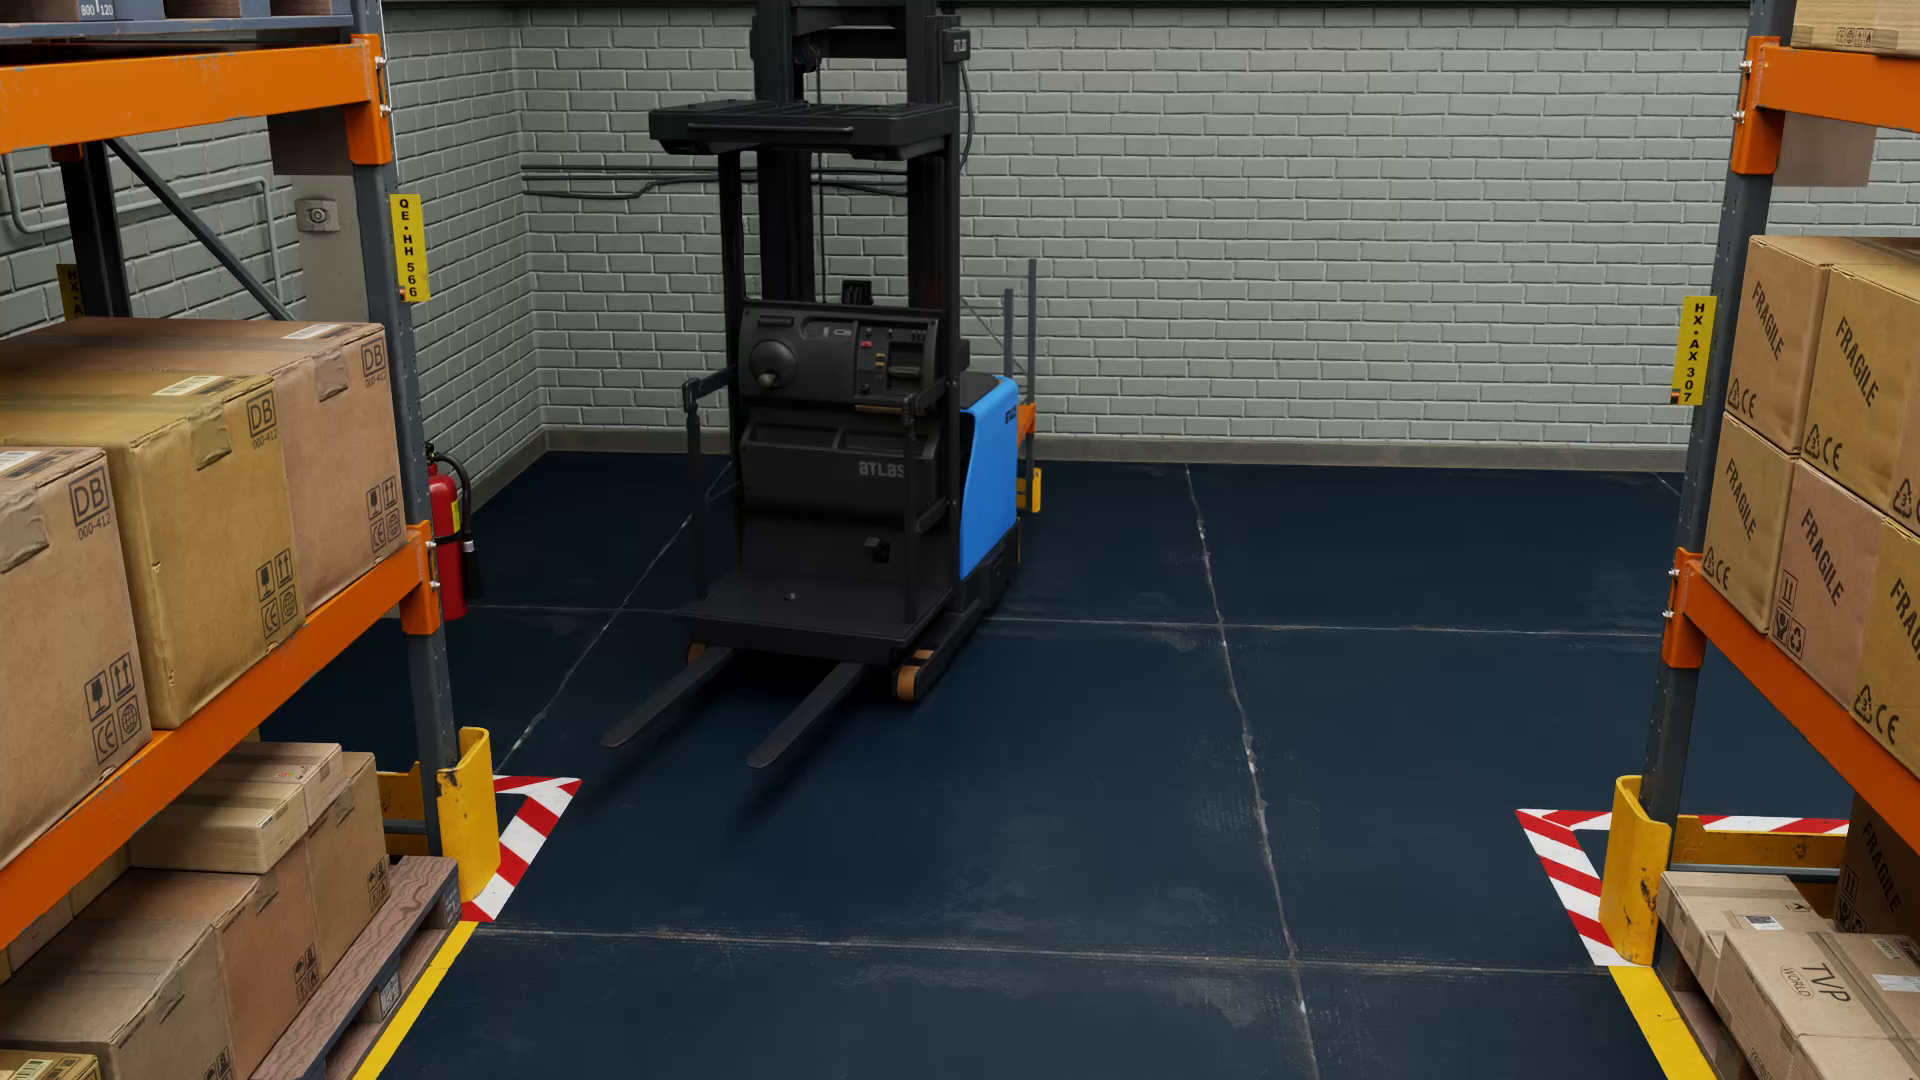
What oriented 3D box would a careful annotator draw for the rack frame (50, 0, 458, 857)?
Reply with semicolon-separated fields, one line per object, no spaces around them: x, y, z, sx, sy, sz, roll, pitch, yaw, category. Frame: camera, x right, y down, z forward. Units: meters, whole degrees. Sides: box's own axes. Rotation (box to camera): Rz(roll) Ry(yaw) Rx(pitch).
-2.226;-0.246;5.355;1.000;3.000;0.127;1;18;4;rack frame

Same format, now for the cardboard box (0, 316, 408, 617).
-2.252;-0.230;4.825;0.980;0.700;0.700;2;18;6;cardboard box

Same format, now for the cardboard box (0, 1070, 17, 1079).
-2.113;1.182;3.296;0.380;0.149;0.250;1;18;2;cardboard box

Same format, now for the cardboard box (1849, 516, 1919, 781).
2.350;0.264;3.638;0.500;0.500;0.500;1;18;4;cardboard box

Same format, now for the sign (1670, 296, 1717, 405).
2.174;-0.560;4.923;0.100;0.325;0.005;1;18;4;sign

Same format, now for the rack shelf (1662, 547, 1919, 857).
2.572;0.827;3.238;1.077;0.370;4.000;1;18;4;rack shelf

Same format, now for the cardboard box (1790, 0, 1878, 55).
2.425;-1.336;4.108;0.500;0.250;0.500;1;18;4;cardboard box

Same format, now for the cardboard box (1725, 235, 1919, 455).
2.420;-0.527;4.447;0.500;0.500;0.500;2;18;6;cardboard box

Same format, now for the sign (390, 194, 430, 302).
-1.686;-0.892;5.088;0.100;0.325;0.005;1;18;4;sign

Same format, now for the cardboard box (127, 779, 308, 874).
-2.021;0.777;4.531;0.380;0.149;0.250;2;18;5;cardboard box

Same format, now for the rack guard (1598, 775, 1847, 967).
2.710;1.075;5.339;1.175;0.500;0.348;1;18;4;rack guard

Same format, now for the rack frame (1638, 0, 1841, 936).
2.715;-0.136;5.021;1.000;3.000;0.127;1;18;4;rack frame

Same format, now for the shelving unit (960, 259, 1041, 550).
0.110;-0.753;9.311;0.587;1.500;1.083;3;18;9;shelving unit

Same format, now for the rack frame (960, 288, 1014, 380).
0.027;-0.594;8.826;0.500;1.500;0.032;3;18;9;rack frame

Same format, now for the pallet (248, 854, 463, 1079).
-2.205;1.330;5.026;1.003;0.211;1.213;1;18;4;pallet

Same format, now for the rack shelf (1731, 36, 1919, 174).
2.572;-0.599;2.771;1.077;0.370;4.000;1;18;4;rack shelf

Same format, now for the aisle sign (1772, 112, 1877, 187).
2.427;-1.399;4.701;0.394;0.787;0.004;1;18;4;aisle sign

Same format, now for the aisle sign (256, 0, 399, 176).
-1.922;-1.497;4.998;0.394;0.787;0.004;1;18;4;aisle sign

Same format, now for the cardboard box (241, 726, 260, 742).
-2.367;0.611;5.040;0.380;0.149;0.250;1;18;4;cardboard box

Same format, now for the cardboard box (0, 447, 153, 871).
-2.357;0.233;3.412;0.980;0.700;0.700;0;18;1;cardboard box

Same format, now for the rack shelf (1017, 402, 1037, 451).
0.109;-0.579;9.359;0.538;0.185;1.000;3;18;9;rack shelf

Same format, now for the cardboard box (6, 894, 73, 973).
-2.438;0.925;4.081;0.380;0.149;0.250;2;18;5;cardboard box

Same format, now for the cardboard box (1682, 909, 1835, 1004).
2.325;1.201;4.784;0.380;0.166;0.250;1;18;4;cardboard box

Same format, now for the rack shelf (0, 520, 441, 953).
-2.369;0.717;3.572;1.077;0.370;4.000;1;18;4;rack shelf

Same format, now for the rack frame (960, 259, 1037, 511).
0.191;-0.906;9.779;0.500;1.500;0.032;3;18;9;rack frame

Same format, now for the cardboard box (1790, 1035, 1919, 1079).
2.322;1.435;3.937;0.500;0.250;0.500;1;18;4;cardboard box

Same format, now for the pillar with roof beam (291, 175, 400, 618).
1.399;-3.858;6.746;9.100;9.000;0.400;1;18;4;pillar with roof beam

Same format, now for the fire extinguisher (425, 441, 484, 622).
-1.755;-0.068;5.537;0.296;0.674;0.183;1;18;4;fire extinguisher

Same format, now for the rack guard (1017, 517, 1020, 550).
0.030;-0.006;9.039;0.587;0.250;0.087;3;18;9;rack guard

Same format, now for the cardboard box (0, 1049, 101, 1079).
-2.278;1.440;3.552;0.700;0.500;0.500;2;18;5;cardboard box

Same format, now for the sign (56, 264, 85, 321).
-2.779;-0.709;5.252;0.100;0.325;0.005;1;18;4;sign

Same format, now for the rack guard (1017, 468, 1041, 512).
0.191;-0.312;9.973;0.587;0.250;0.087;3;18;9;rack guard

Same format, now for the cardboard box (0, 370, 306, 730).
-2.294;-0.003;4.134;0.980;0.700;0.700;1;18;3;cardboard box

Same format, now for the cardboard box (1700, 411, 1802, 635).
2.420;-0.052;4.603;0.500;0.500;0.500;2;18;5;cardboard box

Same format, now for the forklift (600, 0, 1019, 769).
-0.608;-0.820;7.219;1.130;2.935;3.031;5;19;16;forklift

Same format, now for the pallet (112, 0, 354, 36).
-2.269;-1.398;4.198;1.003;0.211;1.213;1;18;4;pallet

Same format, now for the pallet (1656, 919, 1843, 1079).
2.654;1.460;4.628;1.003;0.211;1.213;1;18;4;pallet

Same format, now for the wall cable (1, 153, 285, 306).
-3.078;-1.147;6.475;0.084;1.984;1.851;1;18;4;wall cable

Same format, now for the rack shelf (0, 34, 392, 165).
-2.369;-0.708;3.105;1.077;0.370;4.000;1;18;4;rack shelf

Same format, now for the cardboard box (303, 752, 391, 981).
-2.176;0.962;5.009;0.700;0.500;0.500;1;18;4;cardboard box

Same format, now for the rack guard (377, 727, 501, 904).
-2.224;0.935;5.767;1.175;0.500;0.348;1;18;4;rack guard

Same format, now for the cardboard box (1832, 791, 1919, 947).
2.922;1.017;4.810;0.500;0.500;0.500;1;18;4;cardboard box

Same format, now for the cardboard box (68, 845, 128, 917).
-2.421;0.846;4.323;0.380;0.149;0.250;1;18;4;cardboard box

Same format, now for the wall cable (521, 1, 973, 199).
-1.464;-3.370;10.241;3.097;2.526;0.112;1;18;4;wall cable

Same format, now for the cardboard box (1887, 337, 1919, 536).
2.350;-0.209;3.478;0.500;0.500;0.500;2;18;5;cardboard box

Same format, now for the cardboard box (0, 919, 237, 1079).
-2.248;1.274;4.058;0.700;0.500;0.500;1;18;2;cardboard box

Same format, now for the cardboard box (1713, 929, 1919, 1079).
2.358;1.279;4.411;0.500;0.250;0.500;1;18;4;cardboard box

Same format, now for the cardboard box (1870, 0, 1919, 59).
2.376;-1.181;3.635;0.500;0.250;0.500;1;18;4;cardboard box

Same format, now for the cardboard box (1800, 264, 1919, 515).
2.391;-0.364;3.951;0.500;0.500;0.500;1;18;4;cardboard box

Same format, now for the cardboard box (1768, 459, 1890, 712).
2.389;0.109;4.114;0.500;0.500;0.500;1;18;3;cardboard box

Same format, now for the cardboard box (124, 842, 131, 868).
-2.402;0.768;4.560;0.380;0.149;0.250;1;18;4;cardboard box

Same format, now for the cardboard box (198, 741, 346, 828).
-2.004;0.698;4.774;0.380;0.149;0.250;1;18;3;cardboard box

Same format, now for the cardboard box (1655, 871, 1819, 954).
2.342;1.132;5.023;0.380;0.149;0.250;1;18;4;cardboard box

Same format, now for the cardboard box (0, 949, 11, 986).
-2.456;1.005;3.838;0.380;0.149;0.250;1;18;4;cardboard box

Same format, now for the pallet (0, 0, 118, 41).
-2.353;-1.018;3.039;1.003;0.211;1.213;1;18;4;pallet

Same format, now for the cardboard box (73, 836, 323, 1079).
-2.212;1.118;4.535;0.700;0.500;0.500;1;18;4;cardboard box
